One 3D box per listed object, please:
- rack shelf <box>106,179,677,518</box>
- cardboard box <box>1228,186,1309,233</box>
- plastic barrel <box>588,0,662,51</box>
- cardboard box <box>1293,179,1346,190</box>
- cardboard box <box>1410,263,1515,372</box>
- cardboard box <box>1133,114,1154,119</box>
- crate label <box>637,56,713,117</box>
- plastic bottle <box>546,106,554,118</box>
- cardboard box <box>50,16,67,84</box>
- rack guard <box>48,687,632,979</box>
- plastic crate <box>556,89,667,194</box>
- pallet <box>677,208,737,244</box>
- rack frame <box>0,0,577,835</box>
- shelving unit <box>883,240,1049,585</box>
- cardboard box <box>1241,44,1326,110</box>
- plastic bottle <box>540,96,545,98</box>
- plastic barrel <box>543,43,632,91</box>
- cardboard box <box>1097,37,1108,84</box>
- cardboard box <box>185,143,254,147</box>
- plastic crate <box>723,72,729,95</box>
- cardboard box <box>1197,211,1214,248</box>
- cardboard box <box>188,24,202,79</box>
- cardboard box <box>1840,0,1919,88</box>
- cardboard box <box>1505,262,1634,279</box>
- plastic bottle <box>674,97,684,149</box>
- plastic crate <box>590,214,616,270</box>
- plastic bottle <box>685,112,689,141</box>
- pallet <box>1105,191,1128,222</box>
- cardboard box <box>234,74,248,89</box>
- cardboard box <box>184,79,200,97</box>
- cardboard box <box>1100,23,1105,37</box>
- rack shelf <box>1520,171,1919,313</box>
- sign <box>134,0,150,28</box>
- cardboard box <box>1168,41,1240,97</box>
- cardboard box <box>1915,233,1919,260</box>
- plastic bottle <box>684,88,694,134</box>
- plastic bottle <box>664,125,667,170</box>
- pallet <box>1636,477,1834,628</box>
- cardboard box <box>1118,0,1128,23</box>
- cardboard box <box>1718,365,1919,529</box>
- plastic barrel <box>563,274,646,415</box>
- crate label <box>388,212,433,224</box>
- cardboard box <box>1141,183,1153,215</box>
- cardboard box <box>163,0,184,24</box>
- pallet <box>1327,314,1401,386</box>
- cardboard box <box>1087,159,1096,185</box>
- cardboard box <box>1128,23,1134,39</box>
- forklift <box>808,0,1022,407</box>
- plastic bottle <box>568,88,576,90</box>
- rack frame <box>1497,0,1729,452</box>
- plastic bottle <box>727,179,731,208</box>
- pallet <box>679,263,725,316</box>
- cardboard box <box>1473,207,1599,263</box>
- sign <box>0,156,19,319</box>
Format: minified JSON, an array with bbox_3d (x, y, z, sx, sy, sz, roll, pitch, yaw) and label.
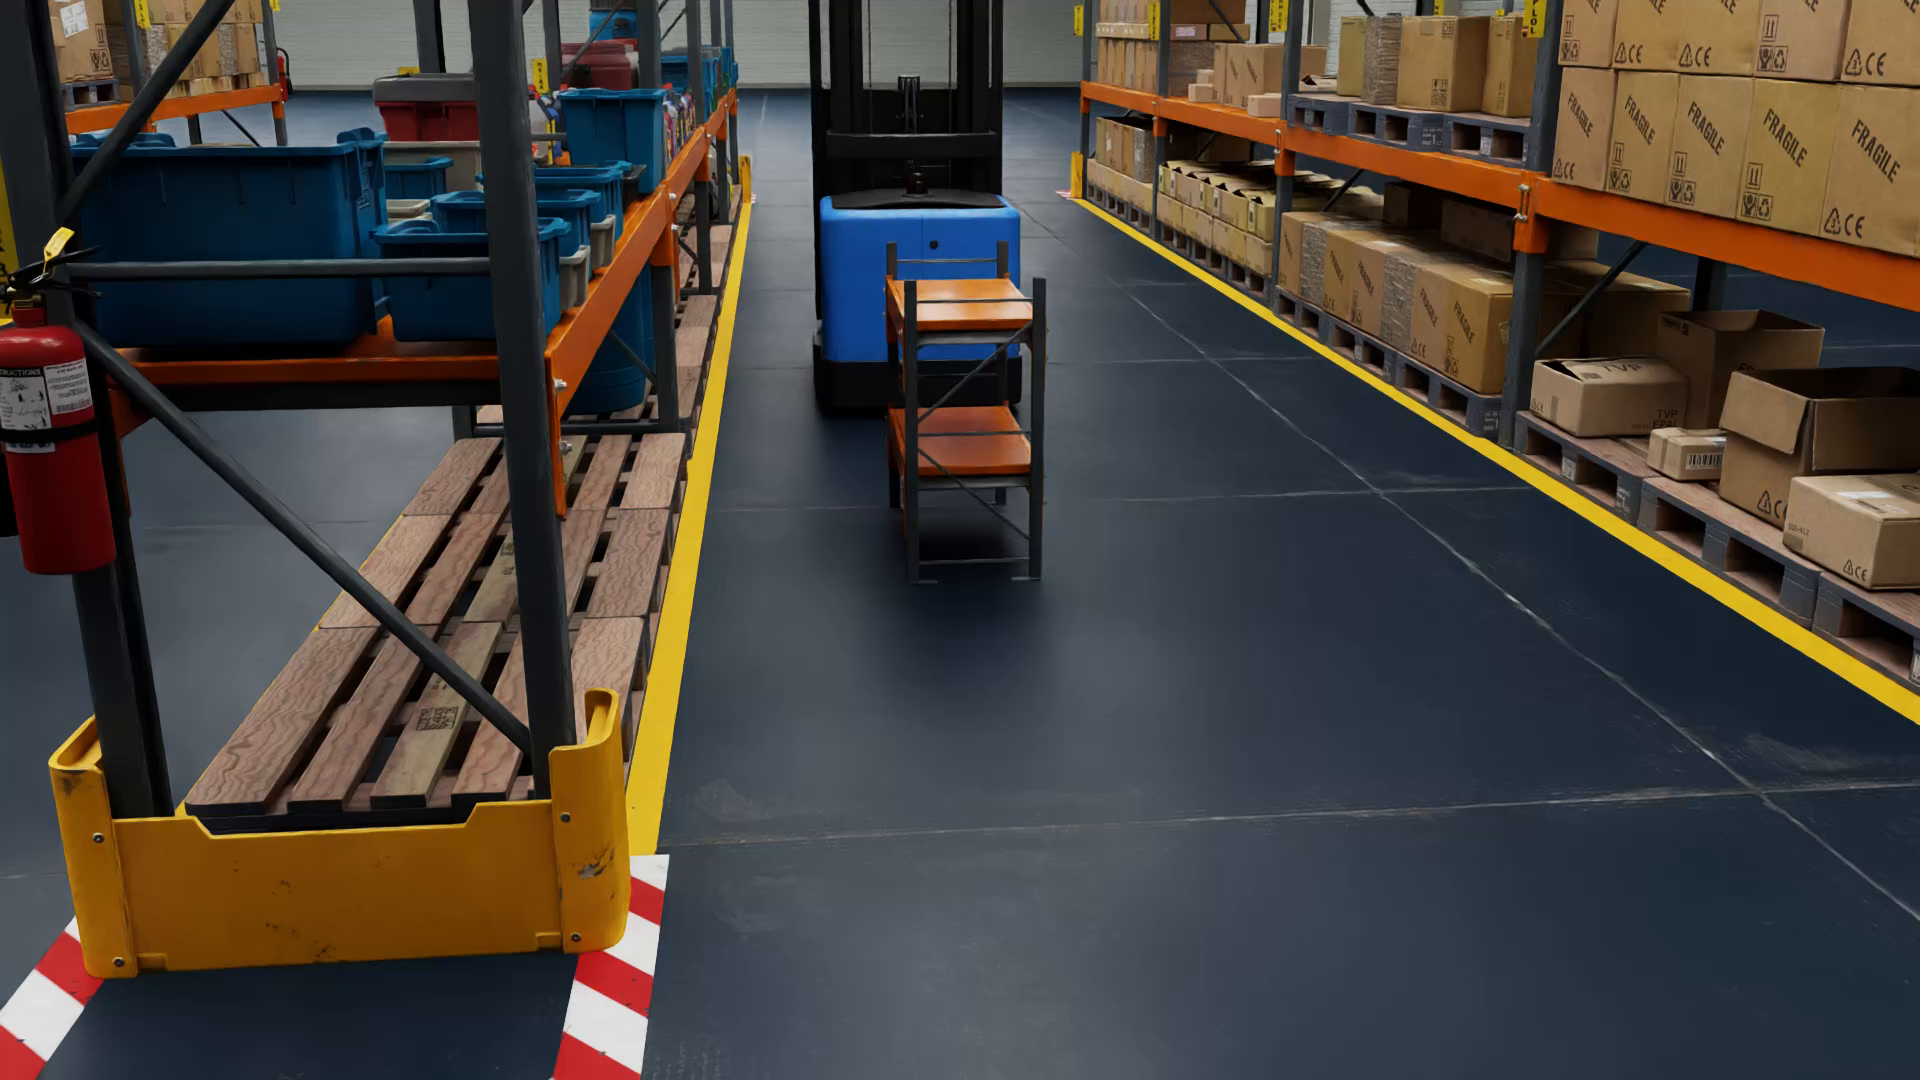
[{"bbox_3d":[-1.584,-0.801,5.420,1.077,0.370,4.000,-2,18,-6],"label":"rack shelf"},{"bbox_3d":[2.366,-2.542,12.721,0.500,0.311,0.500,-2,18,-6],"label":"cardboard box"},{"bbox_3d":[-2.877,-4.238,14.331,0.600,0.901,0.708,-2,18,-6],"label":"plastic barrel"},{"bbox_3d":[2.850,-2.713,13.263,0.500,0.311,0.500,-2,18,-7],"label":"cardboard box"},{"bbox_3d":[2.759,-1.195,8.913,0.500,0.500,0.500,-2,18,-5],"label":"cardboard box"},{"bbox_3d":[2.251,-4.562,18.839,0.500,0.500,0.500,-2,18,-6],"label":"cardboard box"},{"bbox_3d":[-2.036,-3.253,11.971,0.502,0.435,0.616,-2,18,-6],"label":"crate label"},{"bbox_3d":[-2.134,-2.094,8.555,0.097,0.271,0.097,0,17,0],"label":"plastic bottle"},{"bbox_3d":[-7.271,-3.706,12.601,0.797,0.503,0.637,0,17,0],"label":"cardboard box"},{"bbox_3d":[-1.362,0.651,3.767,1.175,0.500,0.348,-2,18,-6],"label":"rack guard"},{"bbox_3d":[-1.403,-1.632,6.794,0.392,0.384,0.575,-2,18,-6],"label":"plastic crate"},{"bbox_3d":[-2.643,-2.994,15.862,1.003,0.211,1.213,-2,18,-6],"label":"pallet"},{"bbox_3d":[-1.377,-0.548,3.415,1.000,3.000,0.127,-2,18,-6],"label":"rack frame"},{"bbox_3d":[0.001,-0.535,6.502,0.538,1.125,1.048,-2,18,-6],"label":"shelving unit"},{"bbox_3d":[2.536,-3.630,13.066,0.500,0.500,0.500,-3,18,-9],"label":"cardboard box"},{"bbox_3d":[-2.399,-2.420,9.594,0.097,0.271,0.097,0,17,0],"label":"plastic bottle"},{"bbox_3d":[-2.552,-3.125,11.397,0.600,0.536,0.708,-2,18,-6],"label":"plastic barrel"},{"bbox_3d":[1.935,-5.375,18.623,0.700,0.500,0.500,-2,18,-6],"label":"cardboard box"},{"bbox_3d":[-7.906,-3.983,17.828,0.500,0.500,0.500,1,17,5],"label":"cardboard box"},{"bbox_3d":[-2.474,-4.435,16.150,0.450,0.188,0.662,-2,18,-6],"label":"plastic crate"},{"bbox_3d":[2.267,-2.578,13.769,0.500,0.250,0.500,-1,17,-5],"label":"cardboard box"},{"bbox_3d":[-7.695,-4.592,15.631,0.875,0.500,0.500,-2,18,-6],"label":"cardboard box"},{"bbox_3d":[3.119,-1.654,5.100,0.500,0.500,0.500,-1,17,-4],"label":"cardboard box"},{"bbox_3d":[3.264,-1.219,8.991,0.500,0.500,0.500,-2,17,-5],"label":"cardboard box"},{"bbox_3d":[-1.586,-2.333,9.295,0.061,0.283,0.133,-2,18,-6],"label":"plastic bottle"},{"bbox_3d":[-1.096,-0.835,4.668,0.250,0.136,0.298,-2,18,-6],"label":"plastic crate"},{"bbox_3d":[-1.669,-2.481,9.902,0.097,0.201,0.097,0,17,0],"label":"plastic bottle"},{"bbox_3d":[2.143,-3.547,17.623,1.003,0.211,1.213,-2,18,-6],"label":"pallet"},{"bbox_3d":[-7.607,-4.741,17.190,0.380,0.149,0.250,-2,18,-6],"label":"cardboard box"},{"bbox_3d":[-7.351,-4.222,15.537,0.380,0.149,0.250,-2,18,-6],"label":"cardboard box"},{"bbox_3d":[1.756,-5.622,18.326,0.380,0.149,0.250,-2,18,-7],"label":"cardboard box"},{"bbox_3d":[3.344,-0.952,5.904,1.077,0.370,4.000,-2,18,-6],"label":"rack shelf"},{"bbox_3d":[-6.990,-4.541,14.200,0.100,0.325,0.005,-2,18,-6],"label":"sign"},{"bbox_3d":[2.260,-4.455,15.692,0.700,0.500,0.500,-2,18,-7],"label":"cardboard box"},{"bbox_3d":[3.176,-1.027,4.774,0.500,0.500,0.500,-2,18,-5],"label":"cardboard box"},{"bbox_3d":[-1.713,-2.700,10.463,0.061,0.283,0.133,-2,18,-6],"label":"plastic bottle"},{"bbox_3d":[-1.457,-1.903,7.946,0.097,0.271,0.097,0,17,0],"label":"plastic bottle"},{"bbox_3d":[3.336,0.008,6.300,1.003,0.211,1.213,-2,18,-6],"label":"pallet"},{"bbox_3d":[2.053,-5.672,17.402,0.700,0.500,0.500,-2,18,-5],"label":"cardboard box"},{"bbox_3d":[3.336,-0.351,6.220,0.797,0.503,0.637,-2,18,-6],"label":"cardboard box"},{"bbox_3d":[-1.829,-1.101,7.980,0.600,0.901,0.708,-2,18,-6],"label":"plastic barrel"},{"bbox_3d":[-1.710,-0.857,4.739,0.396,0.136,0.243,-2,18,-6],"label":"crate label"},{"bbox_3d":[2.047,-3.295,16.054,0.500,0.250,0.500,-2,18,-6],"label":"cardboard box"},{"bbox_3d":[-7.388,-4.928,15.032,0.500,0.500,0.500,-2,18,-6],"label":"cardboard box"},{"bbox_3d":[2.887,-1.167,10.041,1.003,0.211,1.213,-2,18,-6],"label":"pallet"},{"bbox_3d":[1.734,-4.189,18.901,0.500,0.250,0.500,-2,18,-6],"label":"cardboard box"},{"bbox_3d":[1.911,-5.164,16.868,0.380,0.149,0.250,-1,17,-4],"label":"cardboard box"},{"bbox_3d":[-0.325,-2.481,9.688,1.130,2.935,3.031,-2,17,-5],"label":"forklift"},{"bbox_3d":[-2.479,-2.733,10.583,0.152,0.276,0.135,-2,18,-6],"label":"plastic bottle"},{"bbox_3d":[3.137,-1.892,7.694,1.000,3.000,0.127,-2,18,-6],"label":"rack frame"},{"bbox_3d":[-2.281,-3.397,16.290,0.061,0.283,0.133,-1,17,-3],"label":"plastic bottle"},{"bbox_3d":[-2.244,-1.833,12.163,1.003,0.211,1.213,-2,18,-6],"label":"pallet"},{"bbox_3d":[3.227,-1.716,9.323,0.500,0.250,0.500,-2,18,-6],"label":"cardboard box"},{"bbox_3d":[-1.923,-0.604,3.321,0.100,0.325,0.005,-2,18,-6],"label":"sign"}]
